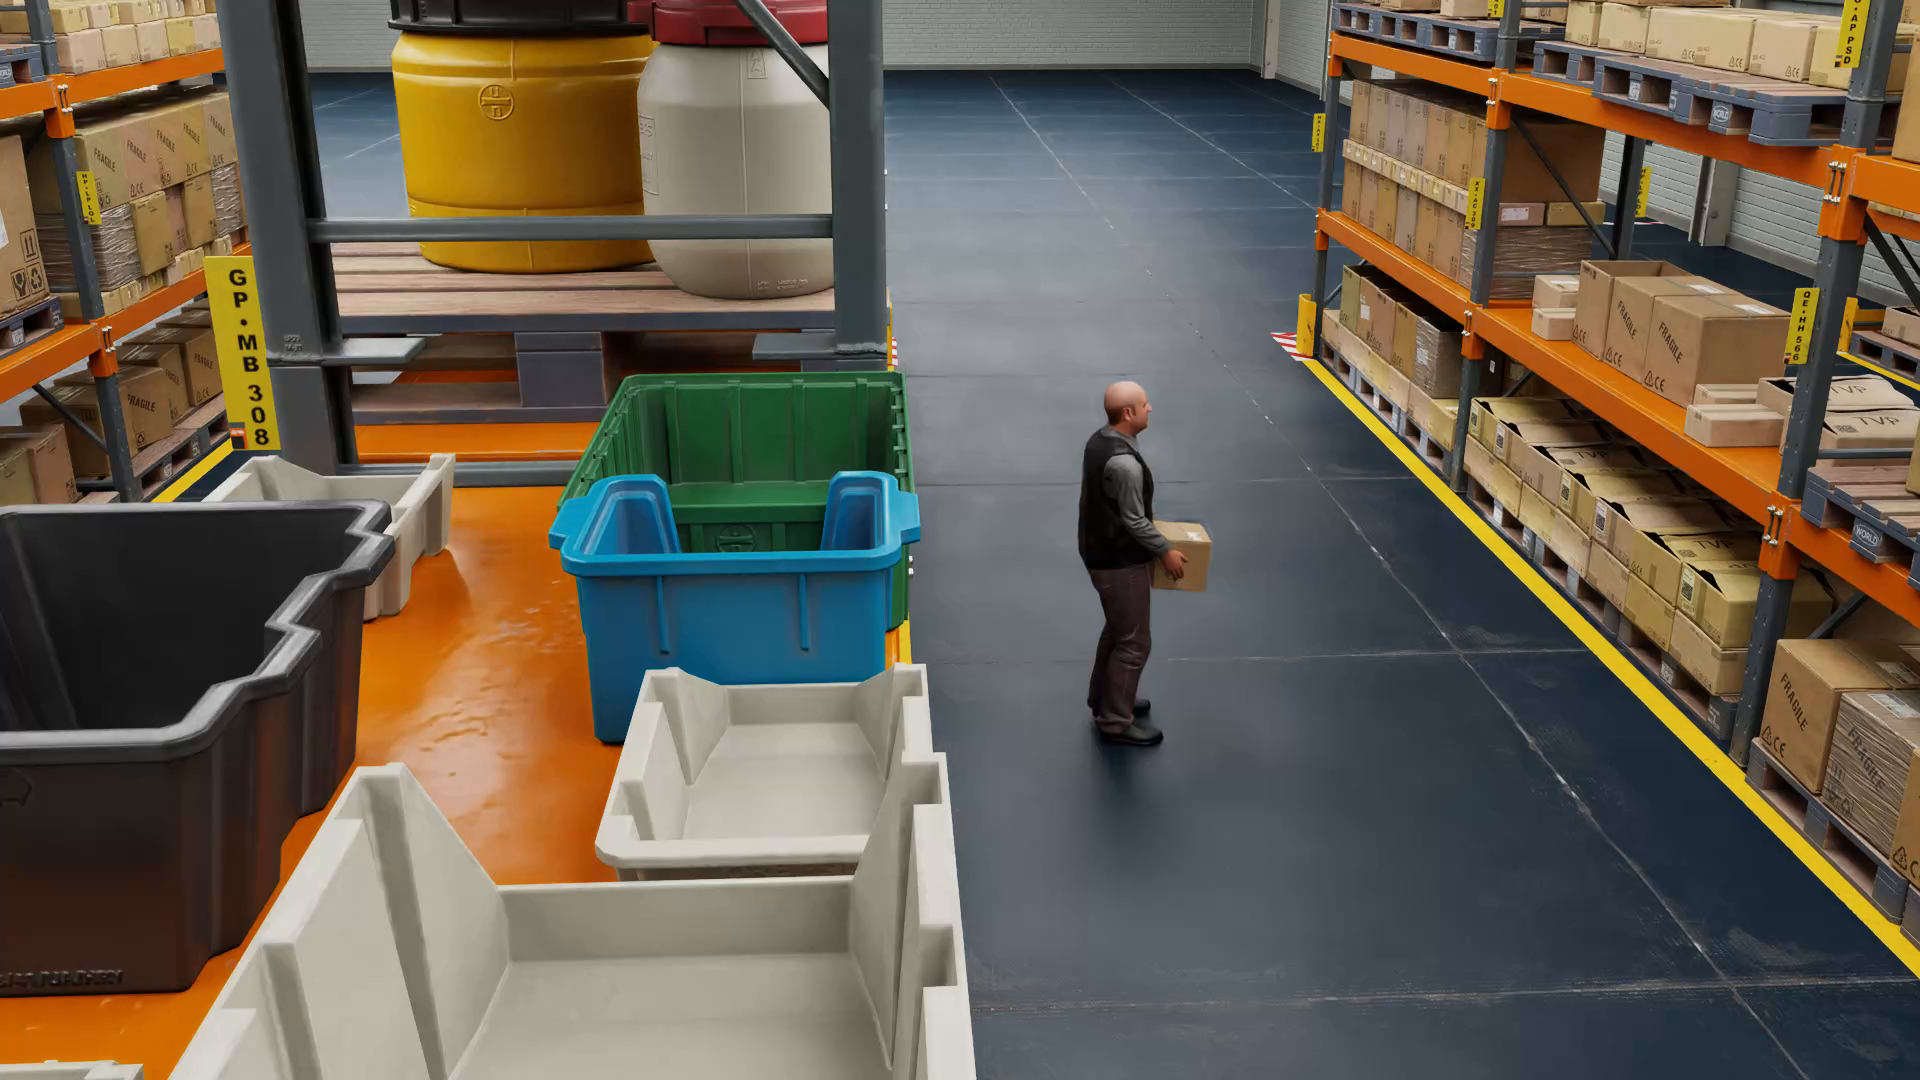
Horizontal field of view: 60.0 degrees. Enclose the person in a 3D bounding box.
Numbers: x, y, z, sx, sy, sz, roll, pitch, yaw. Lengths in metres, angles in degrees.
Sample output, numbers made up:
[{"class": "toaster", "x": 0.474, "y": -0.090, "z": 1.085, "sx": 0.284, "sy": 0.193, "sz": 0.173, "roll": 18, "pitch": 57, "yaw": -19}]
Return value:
[{"class": "person", "x": 0.806, "y": 0.094, "z": 7.848, "sx": 0.504, "sy": 1.727, "sz": 0.539, "roll": -1, "pitch": 20, "yaw": -4}]
